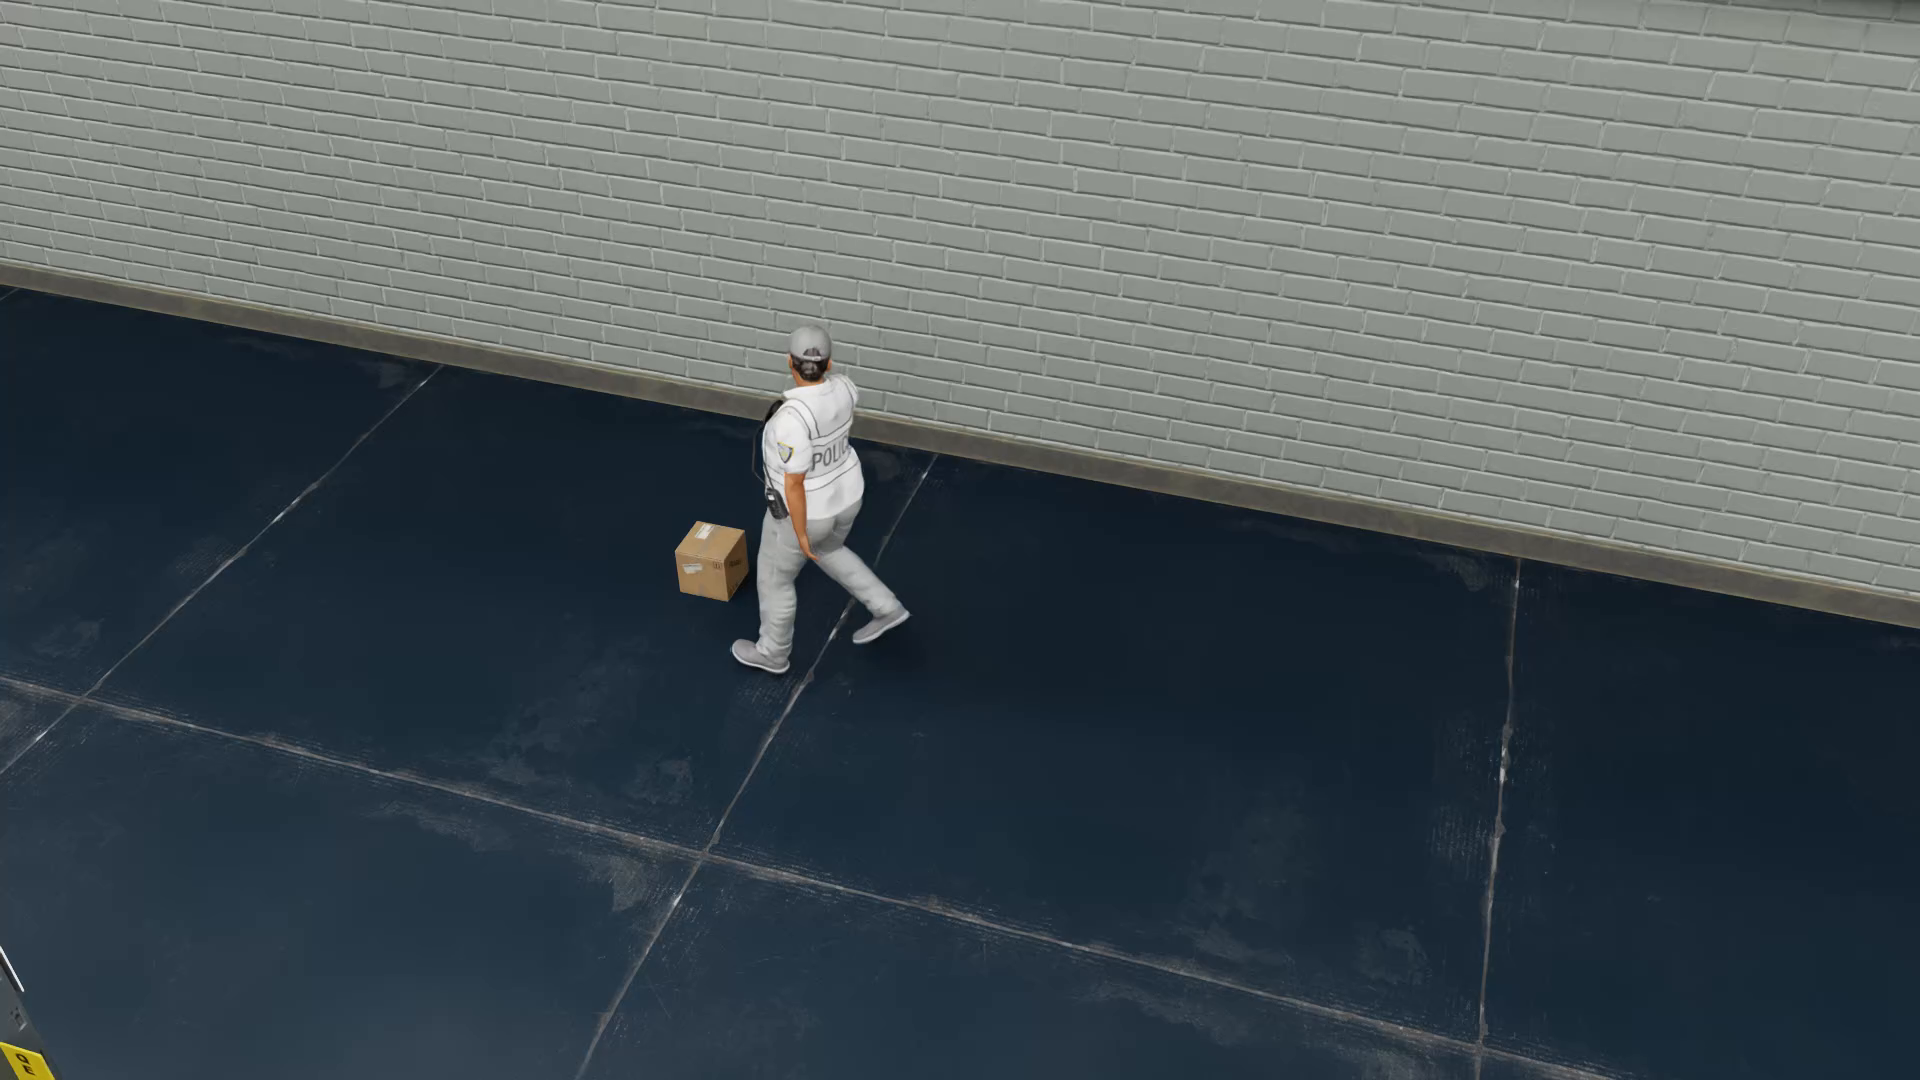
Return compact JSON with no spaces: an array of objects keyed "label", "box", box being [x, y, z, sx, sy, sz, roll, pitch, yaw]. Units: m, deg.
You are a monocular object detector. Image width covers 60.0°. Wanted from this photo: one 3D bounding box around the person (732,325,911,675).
[{"label":"person","box":[-0.623,-0.138,7.077,0.691,1.627,0.550,22,43,27]}]
